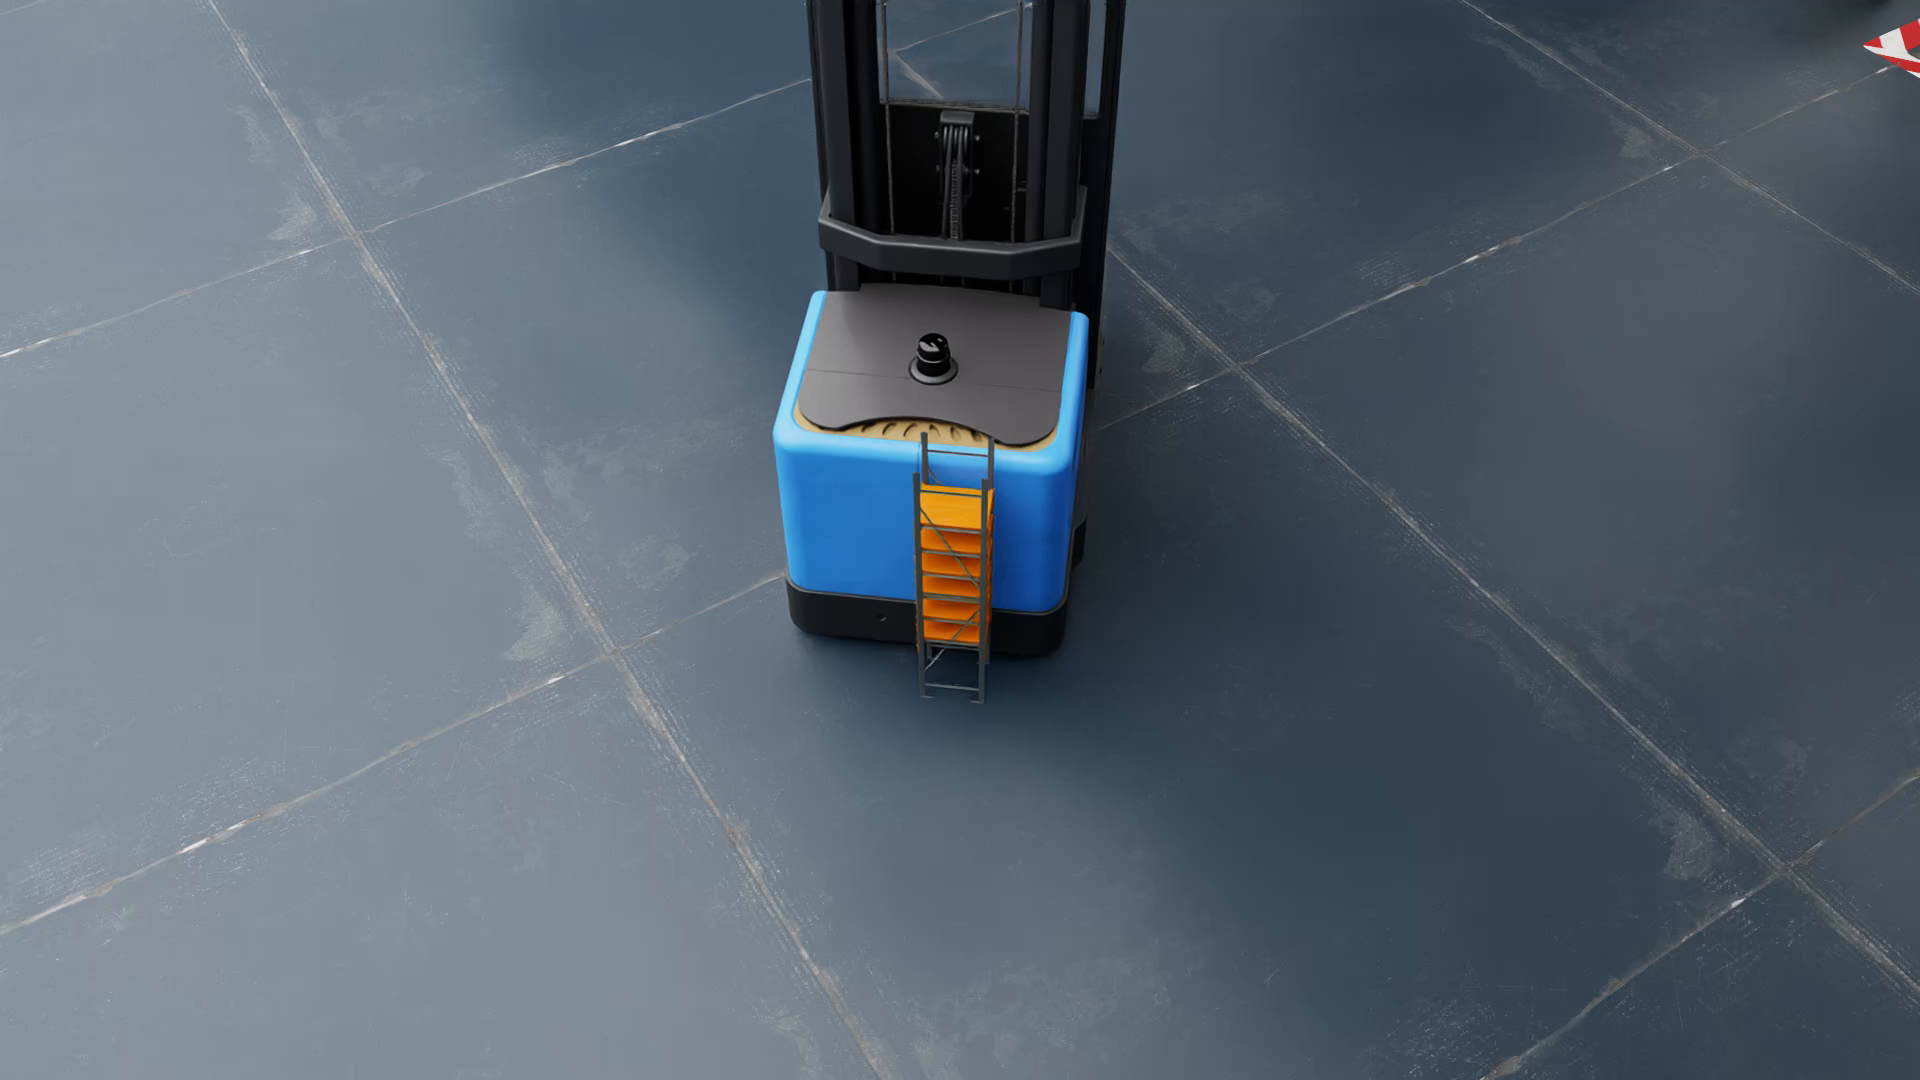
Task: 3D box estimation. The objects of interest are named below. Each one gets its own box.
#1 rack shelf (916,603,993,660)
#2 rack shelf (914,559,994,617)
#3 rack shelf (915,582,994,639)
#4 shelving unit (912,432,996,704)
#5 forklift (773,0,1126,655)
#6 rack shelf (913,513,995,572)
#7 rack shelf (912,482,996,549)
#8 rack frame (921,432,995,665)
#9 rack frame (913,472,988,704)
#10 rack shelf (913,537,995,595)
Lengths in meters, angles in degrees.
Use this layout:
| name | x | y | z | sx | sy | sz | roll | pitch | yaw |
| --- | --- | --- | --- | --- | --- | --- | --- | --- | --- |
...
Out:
| name | x | y | z | sx | sy | sz | roll | pitch | yaw |
| --- | --- | --- | --- | --- | --- | --- | --- | --- | --- |
| rack shelf | -0.019 | 0.317 | 5.991 | 0.258 | 0.103 | 0.180 | 5 | 49 | 5 |
| rack shelf | -0.019 | 0.157 | 5.811 | 0.258 | 0.103 | 0.180 | 5 | 49 | 5 |
| rack shelf | -0.019 | 0.237 | 5.901 | 0.258 | 0.103 | 0.180 | 5 | 49 | 5 |
| shelving unit | -0.019 | 0.128 | 5.778 | 0.258 | 1.200 | 0.189 | 5 | 49 | 5 |
| forklift | 0.051 | -1.657 | 6.209 | 1.130 | 2.935 | 3.031 | 5 | 49 | 5 |
| rack shelf | -0.019 | -0.002 | 5.632 | 0.258 | 0.103 | 0.180 | 5 | 49 | 5 |
| rack shelf | -0.019 | -0.082 | 5.542 | 0.258 | 0.103 | 0.180 | 5 | 49 | 5 |
| rack frame | -0.007 | 0.060 | 5.838 | 0.240 | 1.200 | 0.006 | 5 | 49 | 5 |
| rack frame | -0.030 | 0.195 | 5.718 | 0.240 | 1.200 | 0.006 | 5 | 49 | 5 |
| rack shelf | -0.019 | 0.077 | 5.722 | 0.258 | 0.103 | 0.180 | 5 | 49 | 5 |
